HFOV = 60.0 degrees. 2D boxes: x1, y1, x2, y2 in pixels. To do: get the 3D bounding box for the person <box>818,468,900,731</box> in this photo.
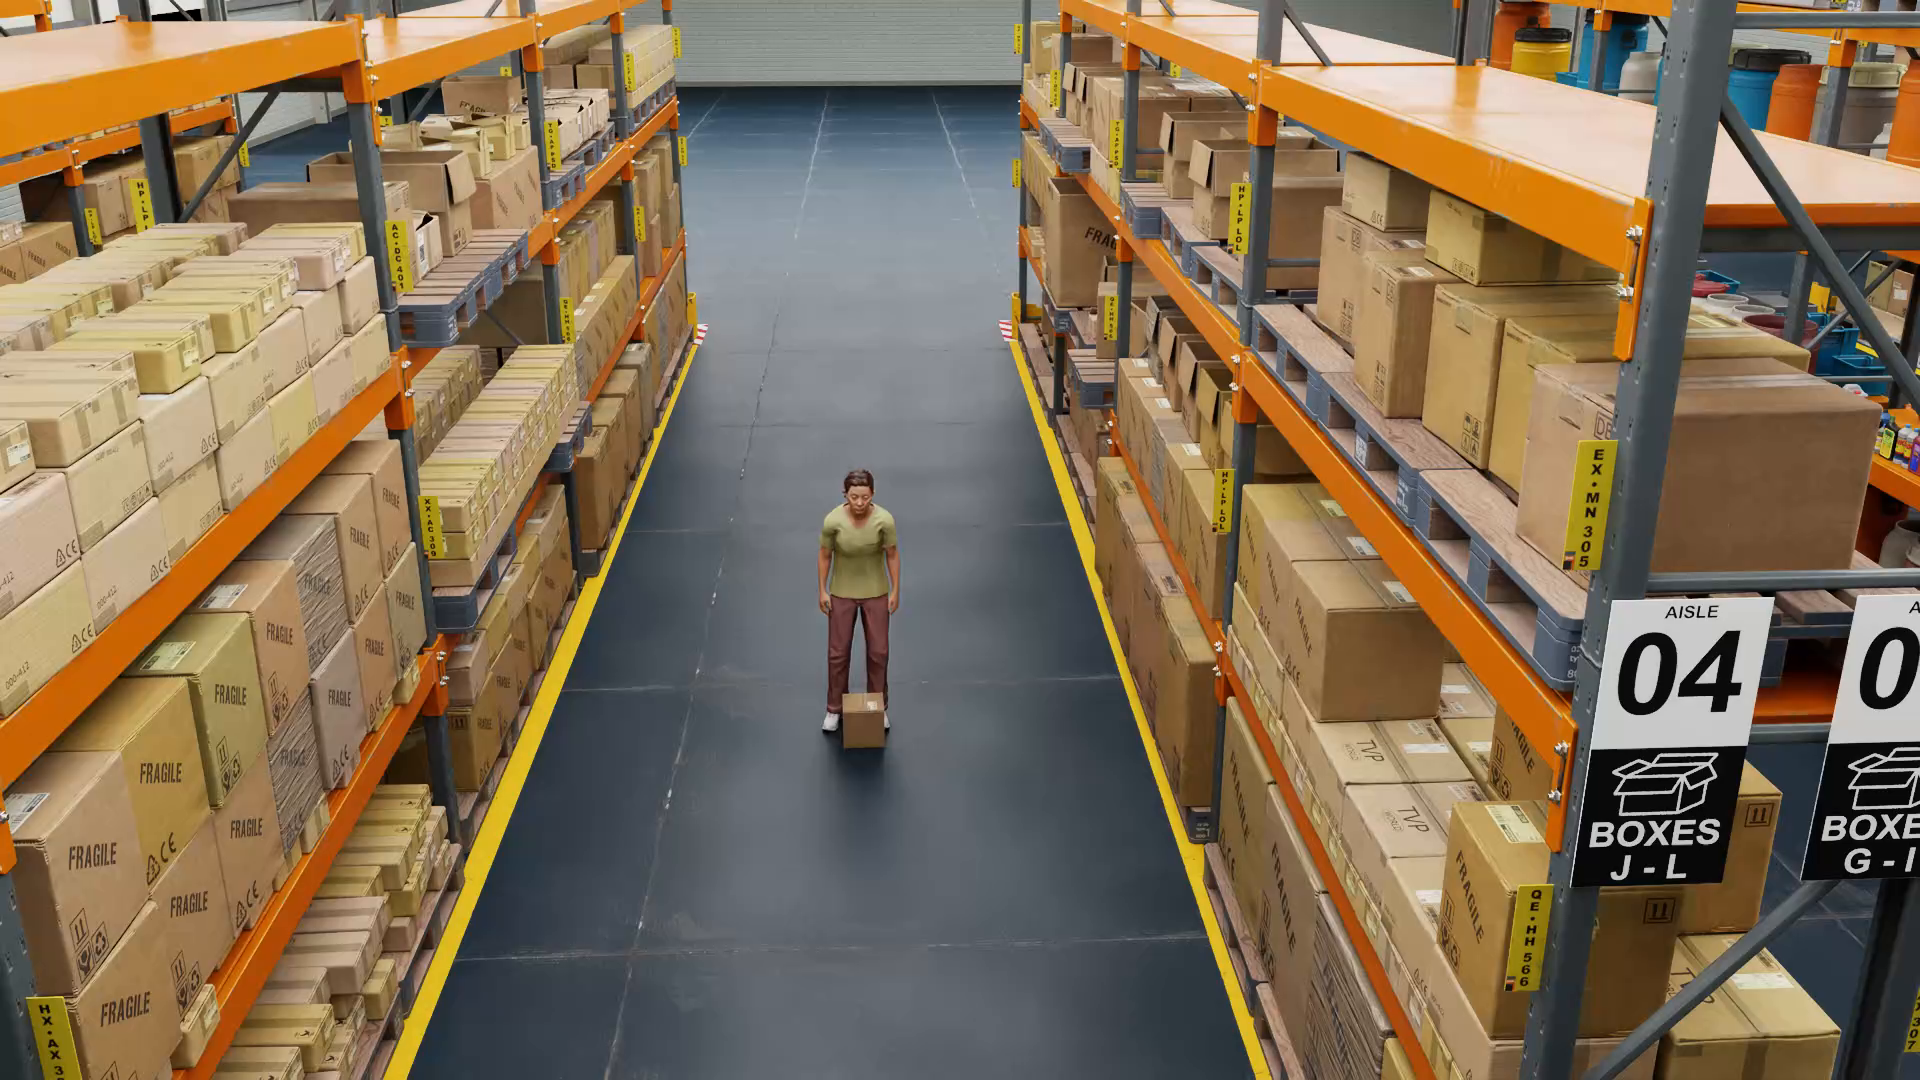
[{"bbox_3d":[-0.613,0.350,10.142,0.499,1.673,0.354,-1,21,-3],"label":"person"}]
